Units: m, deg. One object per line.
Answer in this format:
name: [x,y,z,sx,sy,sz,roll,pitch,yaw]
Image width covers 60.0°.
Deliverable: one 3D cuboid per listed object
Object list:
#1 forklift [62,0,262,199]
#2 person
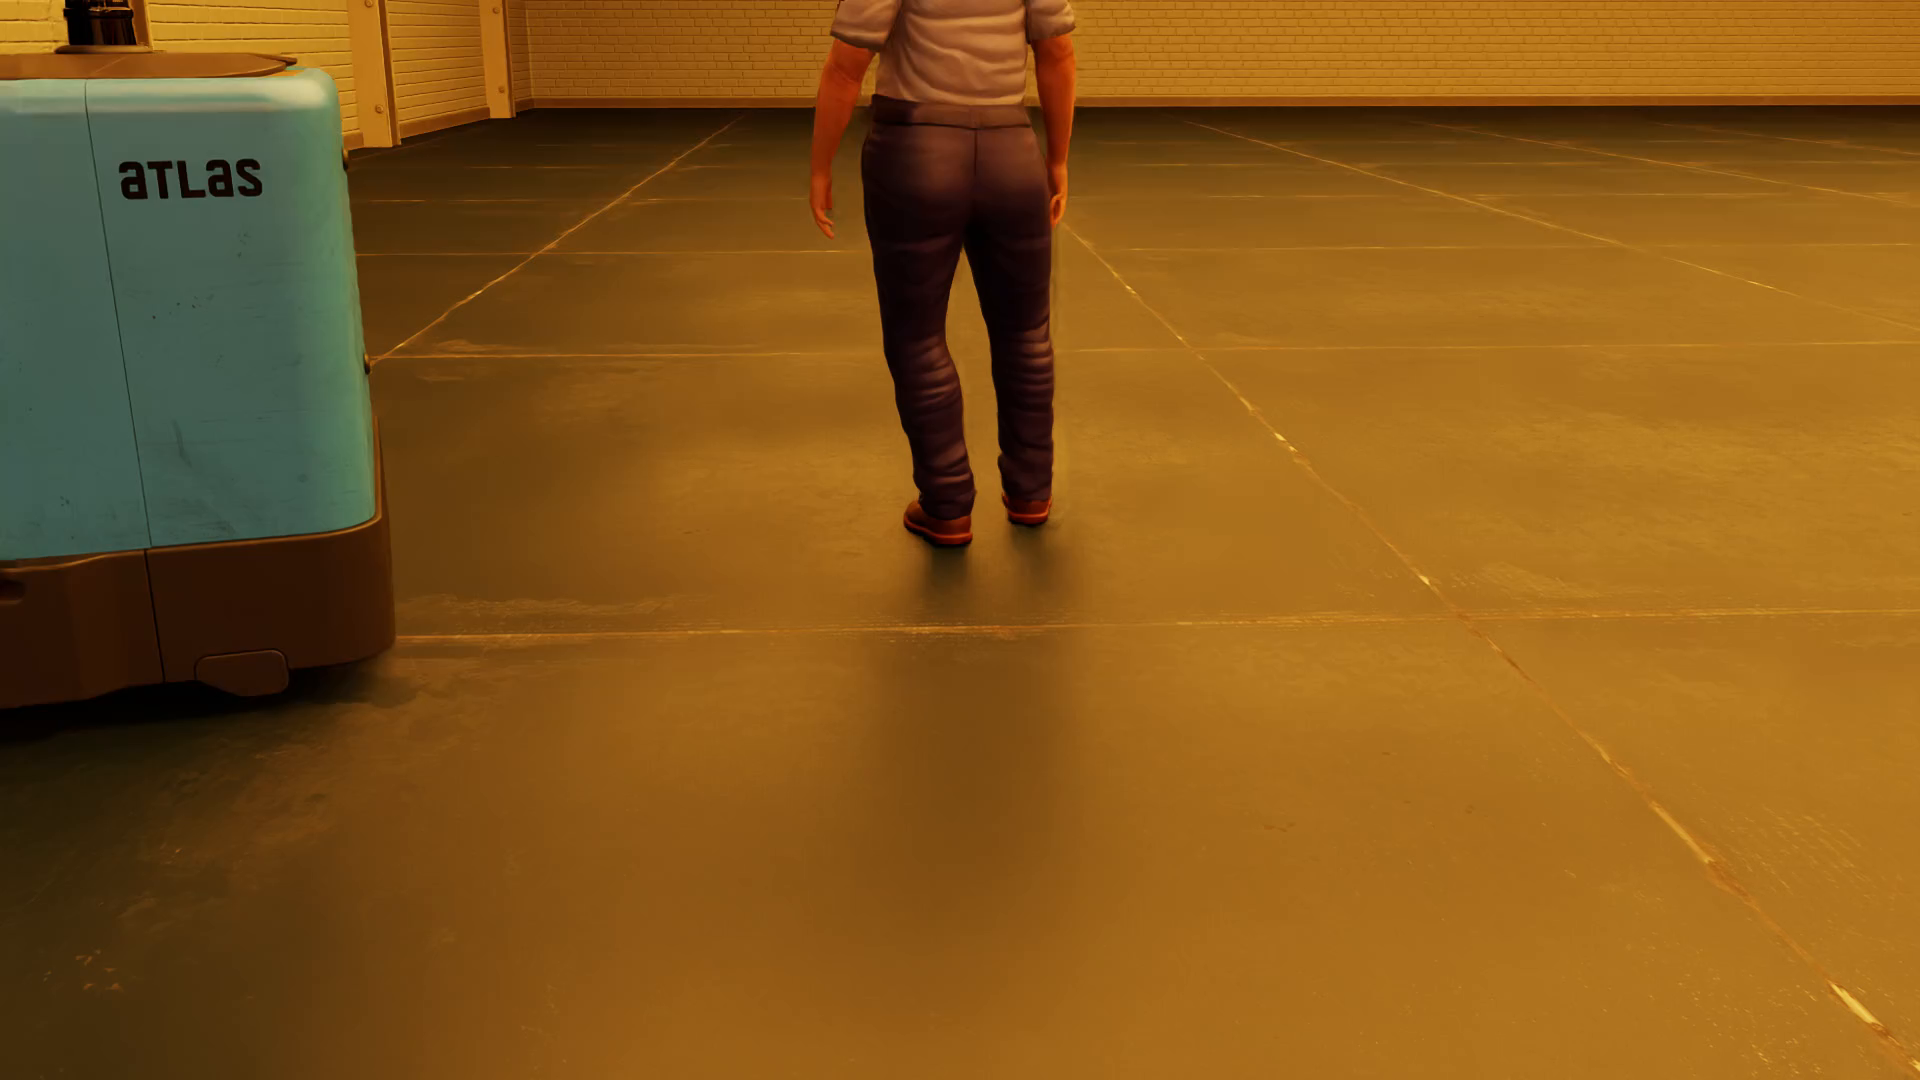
forklift: [-2.615,-1.123,2.578,3.031,2.935,1.121,-6,18,-18]
person: [-0.024,-0.813,3.773,0.647,1.649,0.438,-7,18,-21]
